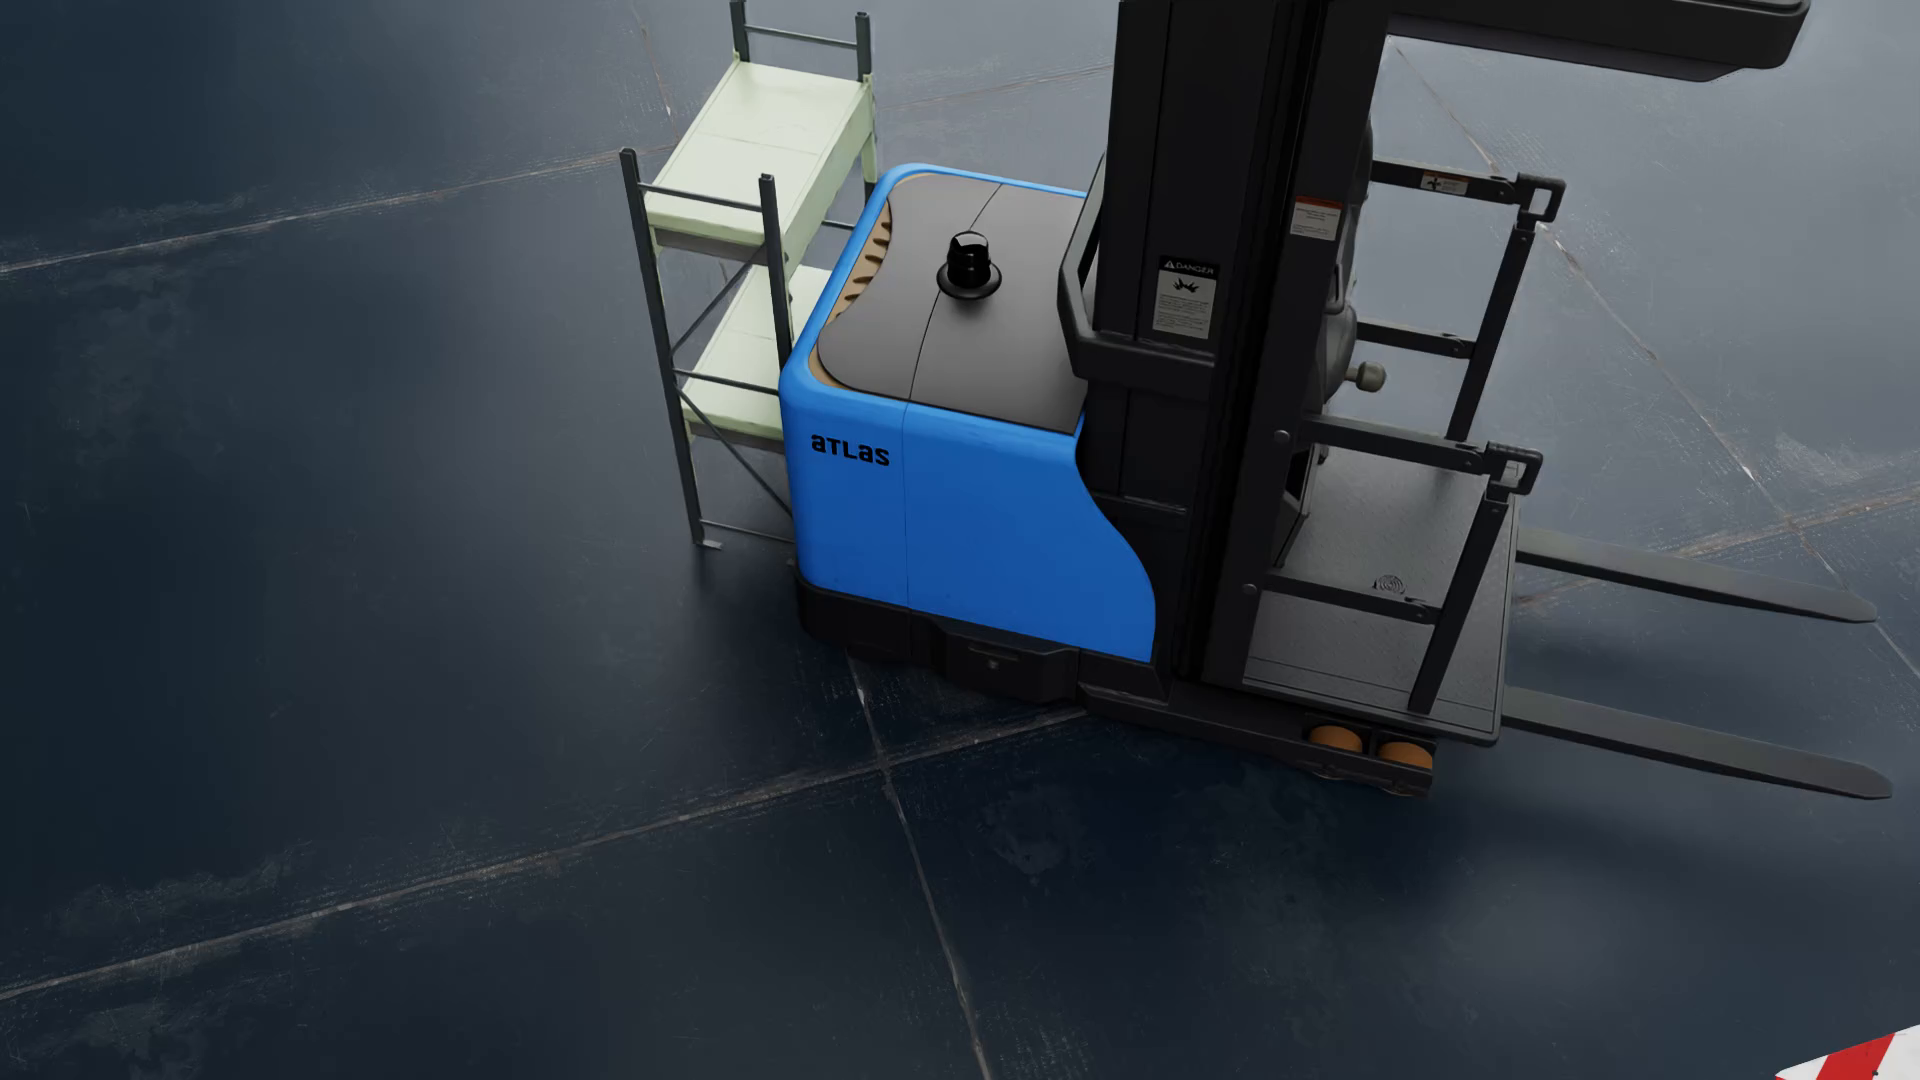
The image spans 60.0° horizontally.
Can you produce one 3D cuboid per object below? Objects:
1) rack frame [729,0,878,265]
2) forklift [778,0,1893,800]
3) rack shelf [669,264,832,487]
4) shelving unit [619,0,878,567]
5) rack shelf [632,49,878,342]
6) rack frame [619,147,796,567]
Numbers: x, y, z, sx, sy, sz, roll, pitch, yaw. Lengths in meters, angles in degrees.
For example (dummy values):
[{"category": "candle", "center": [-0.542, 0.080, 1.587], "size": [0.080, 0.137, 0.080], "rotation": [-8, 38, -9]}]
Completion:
[{"category": "rack frame", "center": [-0.439, -0.973, 5.090], "size": [0.400, 1.500, 0.023], "rotation": [13, 51, 10]}, {"category": "forklift", "center": [1.096, -0.686, 3.911], "size": [3.031, 2.935, 1.130], "rotation": [12, 51, 10]}, {"category": "rack shelf", "center": [-0.542, -0.495, 5.113], "size": [0.431, 0.370, 0.720], "rotation": [13, 51, 10]}, {"category": "shelving unit", "center": [-0.542, -0.705, 4.863], "size": [0.431, 1.500, 0.755], "rotation": [13, 51, 10]}, {"category": "rack shelf", "center": [-0.542, -0.956, 4.565], "size": [0.431, 0.370, 0.720], "rotation": [13, 51, 10]}, {"category": "rack frame", "center": [-0.646, -0.437, 4.637], "size": [0.400, 1.500, 0.023], "rotation": [13, 51, 10]}]
